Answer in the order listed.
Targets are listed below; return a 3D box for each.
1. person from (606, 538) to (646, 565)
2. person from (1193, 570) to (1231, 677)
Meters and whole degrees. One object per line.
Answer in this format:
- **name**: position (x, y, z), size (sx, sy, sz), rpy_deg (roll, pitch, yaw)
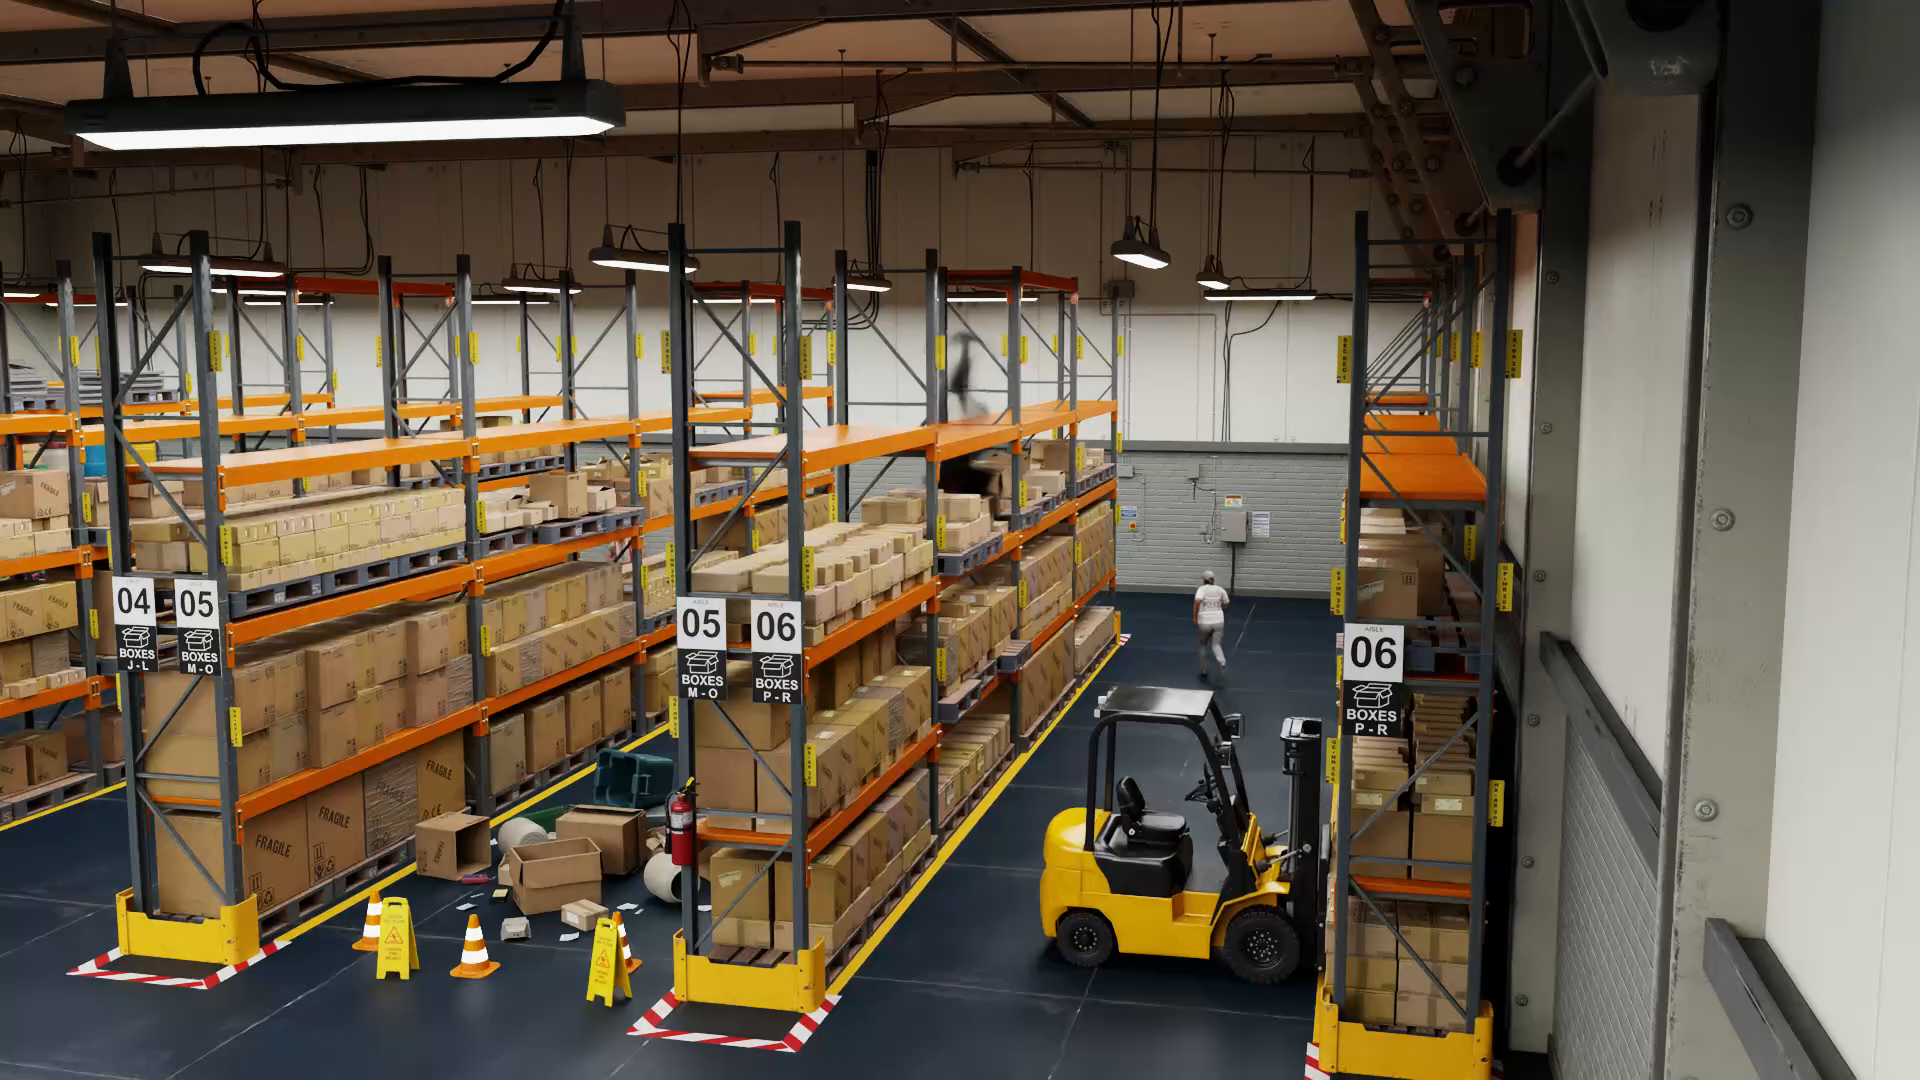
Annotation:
- **person**: position (-6.147, 0.592, 30.592), size (0.707, 1.730, 0.680), rpy_deg (-1, 7, -6)
- **person**: position (3.784, 1.302, 25.093), size (0.628, 1.660, 0.952), rpy_deg (-1, 7, -10)
